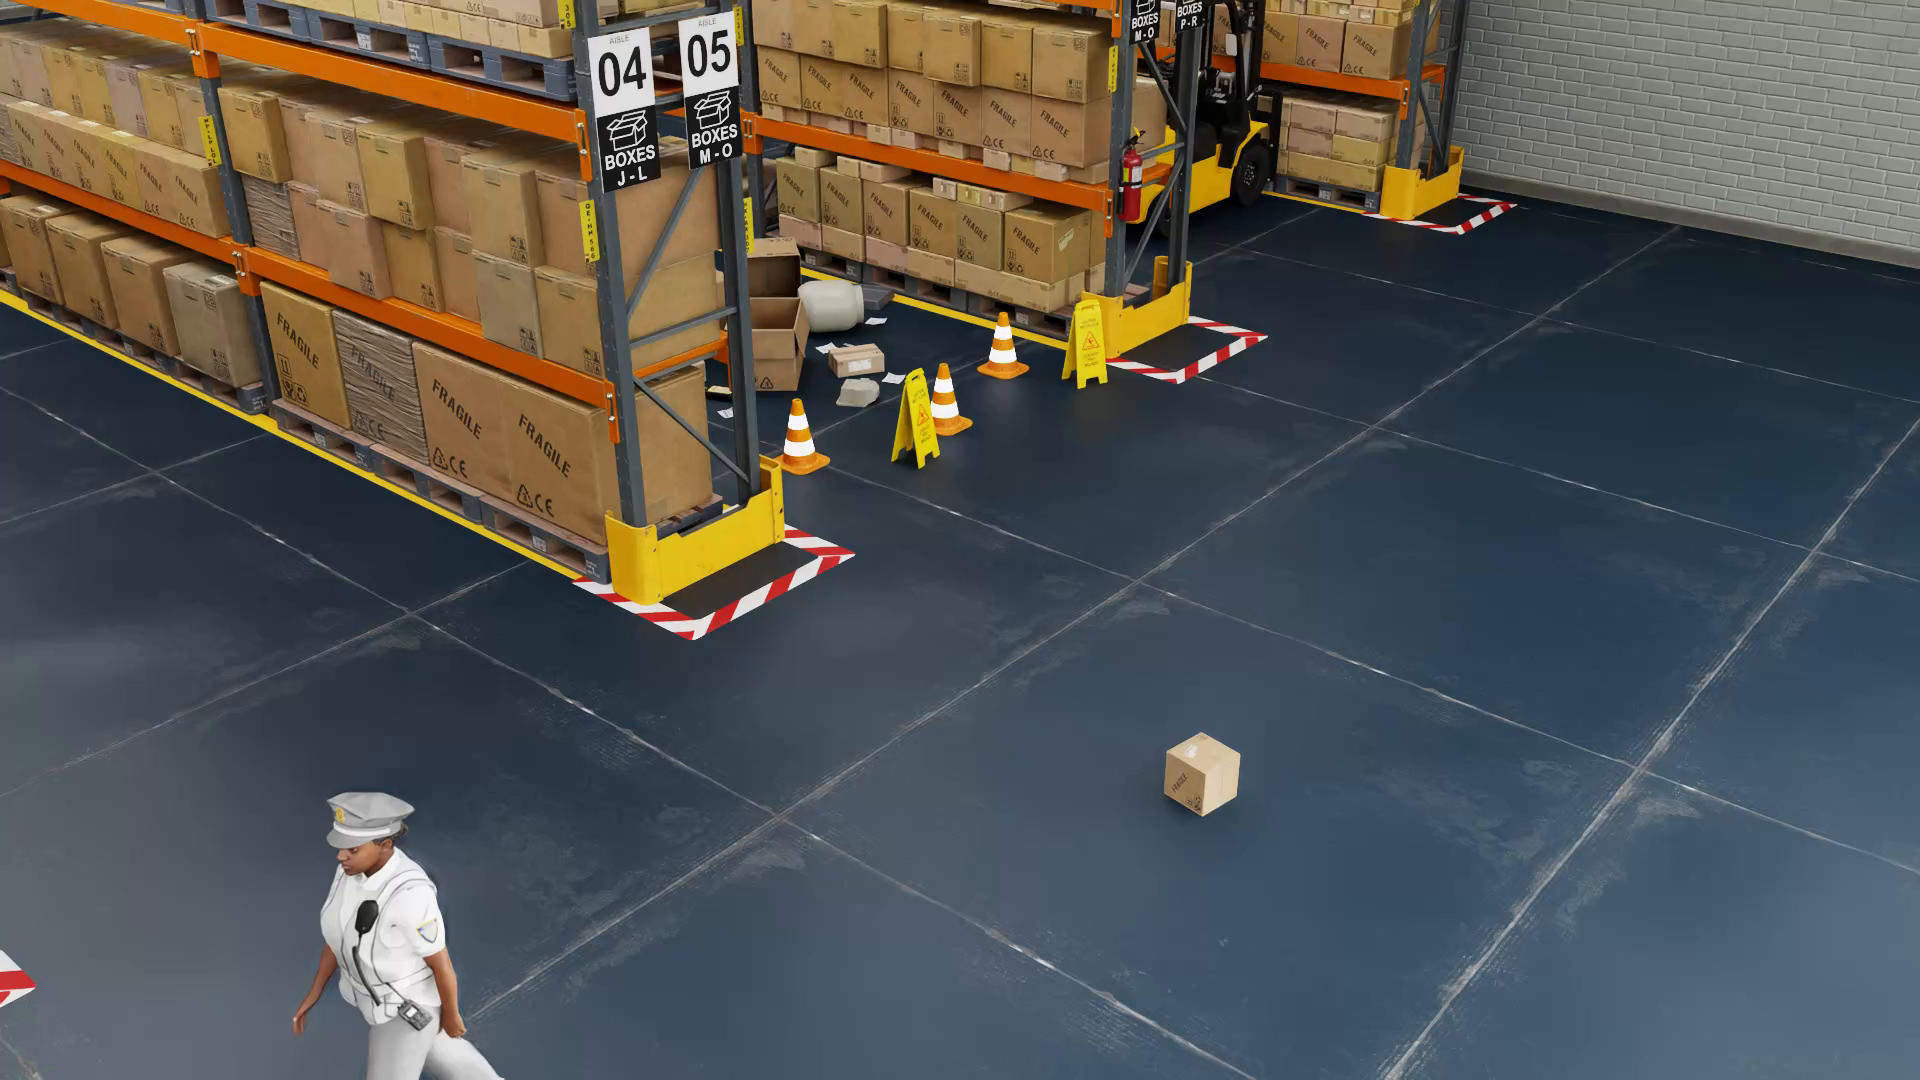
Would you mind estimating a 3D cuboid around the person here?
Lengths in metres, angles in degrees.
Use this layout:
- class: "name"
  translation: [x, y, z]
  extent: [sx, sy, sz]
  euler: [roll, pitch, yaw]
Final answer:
- class: "person"
  translation: [-1.984, 1.564, 5.565]
  extent: [0.458, 1.642, 0.937]
  euler: [25, 36, 39]
